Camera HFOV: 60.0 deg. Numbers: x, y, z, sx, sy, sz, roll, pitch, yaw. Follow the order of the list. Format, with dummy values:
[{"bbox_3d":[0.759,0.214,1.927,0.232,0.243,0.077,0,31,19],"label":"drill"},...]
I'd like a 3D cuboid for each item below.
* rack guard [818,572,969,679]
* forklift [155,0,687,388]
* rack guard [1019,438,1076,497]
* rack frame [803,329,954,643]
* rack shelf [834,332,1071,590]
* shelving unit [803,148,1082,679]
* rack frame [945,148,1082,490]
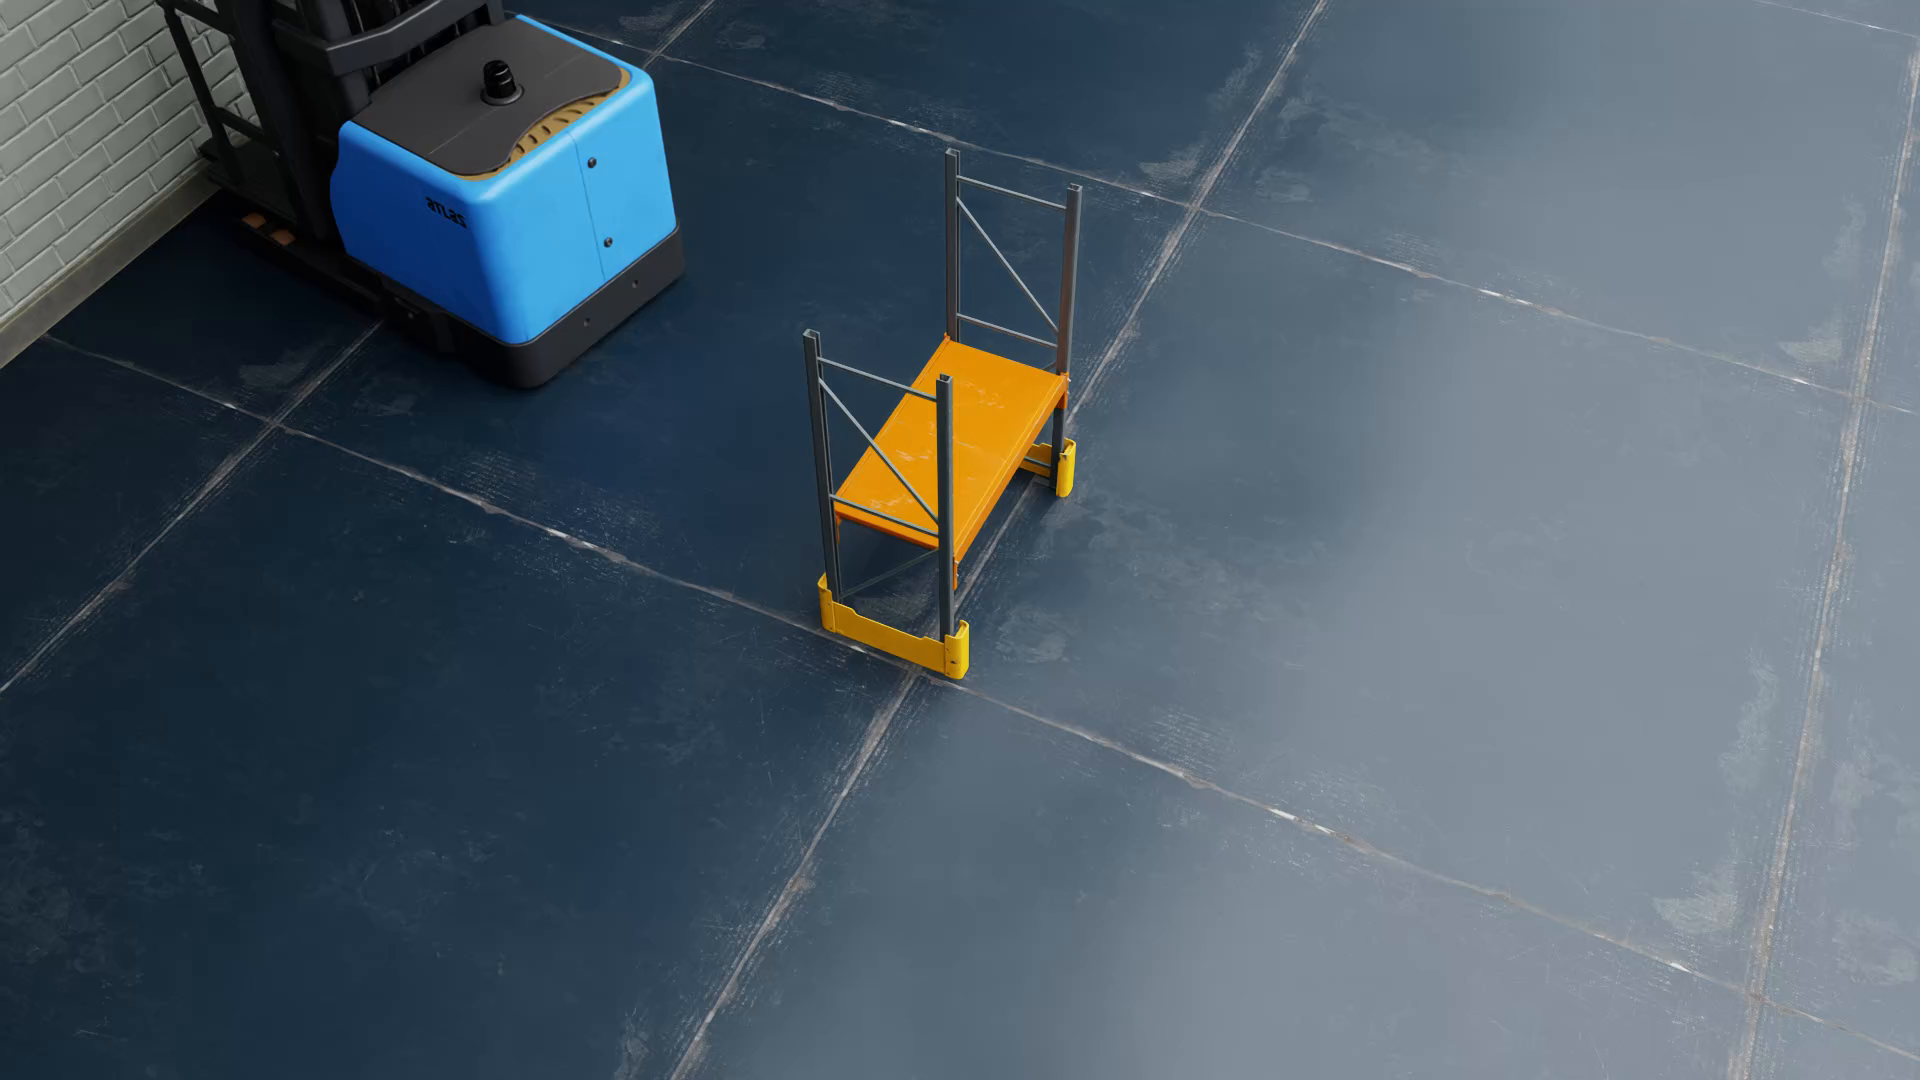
[{"bbox_3d":[-0.245,0.314,6.133,0.587,0.250,0.087,20,52,16],"label":"rack guard"},{"bbox_3d":[-2.730,-2.511,6.777,3.031,2.935,1.130,29,55,22],"label":"forklift"},{"bbox_3d":[0.180,-0.371,6.717,0.587,0.250,0.087,20,52,16],"label":"rack guard"},{"bbox_3d":[-0.254,-0.077,5.646,0.500,1.500,0.032,20,52,16],"label":"rack frame"},{"bbox_3d":[-0.036,-0.311,6.081,0.538,0.185,1.000,20,52,16],"label":"rack shelf"},{"bbox_3d":[-0.033,-0.434,5.949,0.587,1.500,1.083,20,52,16],"label":"shelving unit"},{"bbox_3d":[0.181,-0.777,6.242,0.500,1.500,0.032,20,52,16],"label":"rack frame"}]
